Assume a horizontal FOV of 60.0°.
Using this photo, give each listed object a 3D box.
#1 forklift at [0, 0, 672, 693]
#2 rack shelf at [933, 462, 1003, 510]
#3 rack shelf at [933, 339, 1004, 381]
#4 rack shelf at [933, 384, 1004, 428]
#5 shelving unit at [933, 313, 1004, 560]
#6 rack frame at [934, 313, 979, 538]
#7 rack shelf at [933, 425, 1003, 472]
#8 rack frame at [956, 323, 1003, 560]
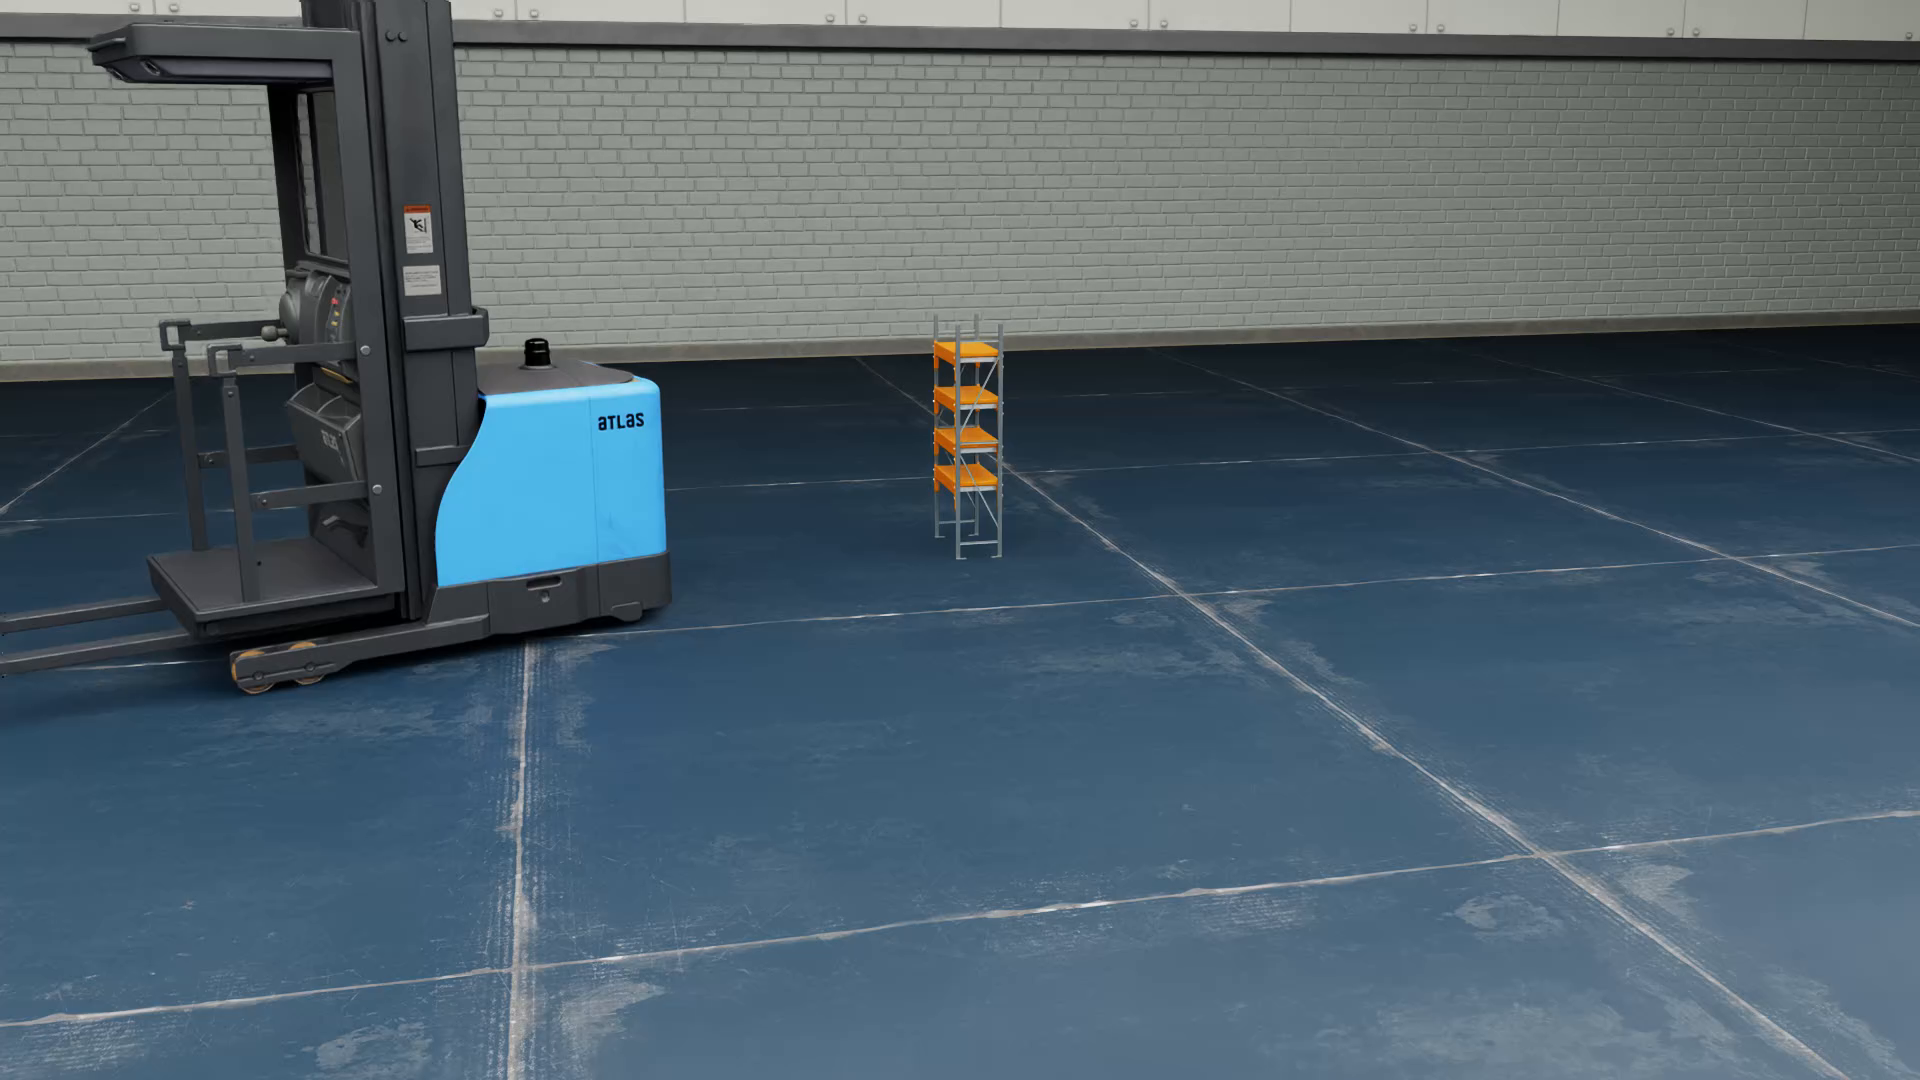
[{"bbox_3d":[-2.802,-0.968,6.713,3.031,2.935,1.130,-9,17,-33],"label":"forklift"},{"bbox_3d":[0.039,-0.286,8.691,0.258,0.148,0.480,-3,14,-13],"label":"rack shelf"},{"bbox_3d":[0.039,-0.926,8.535,0.258,0.148,0.480,-3,14,-13],"label":"rack shelf"},{"bbox_3d":[0.039,-0.697,8.591,0.258,0.148,0.480,-3,14,-13],"label":"rack shelf"},{"bbox_3d":[0.039,-0.545,8.628,0.258,1.200,0.503,-3,14,-13],"label":"shelving unit"},{"bbox_3d":[-0.018,-0.601,8.859,0.240,1.200,0.015,-3,14,-13],"label":"rack frame"},{"bbox_3d":[0.039,-0.479,8.644,0.258,0.148,0.480,-3,14,-13],"label":"rack shelf"},{"bbox_3d":[0.096,-0.488,8.398,0.240,1.200,0.015,-3,14,-13],"label":"rack frame"}]
